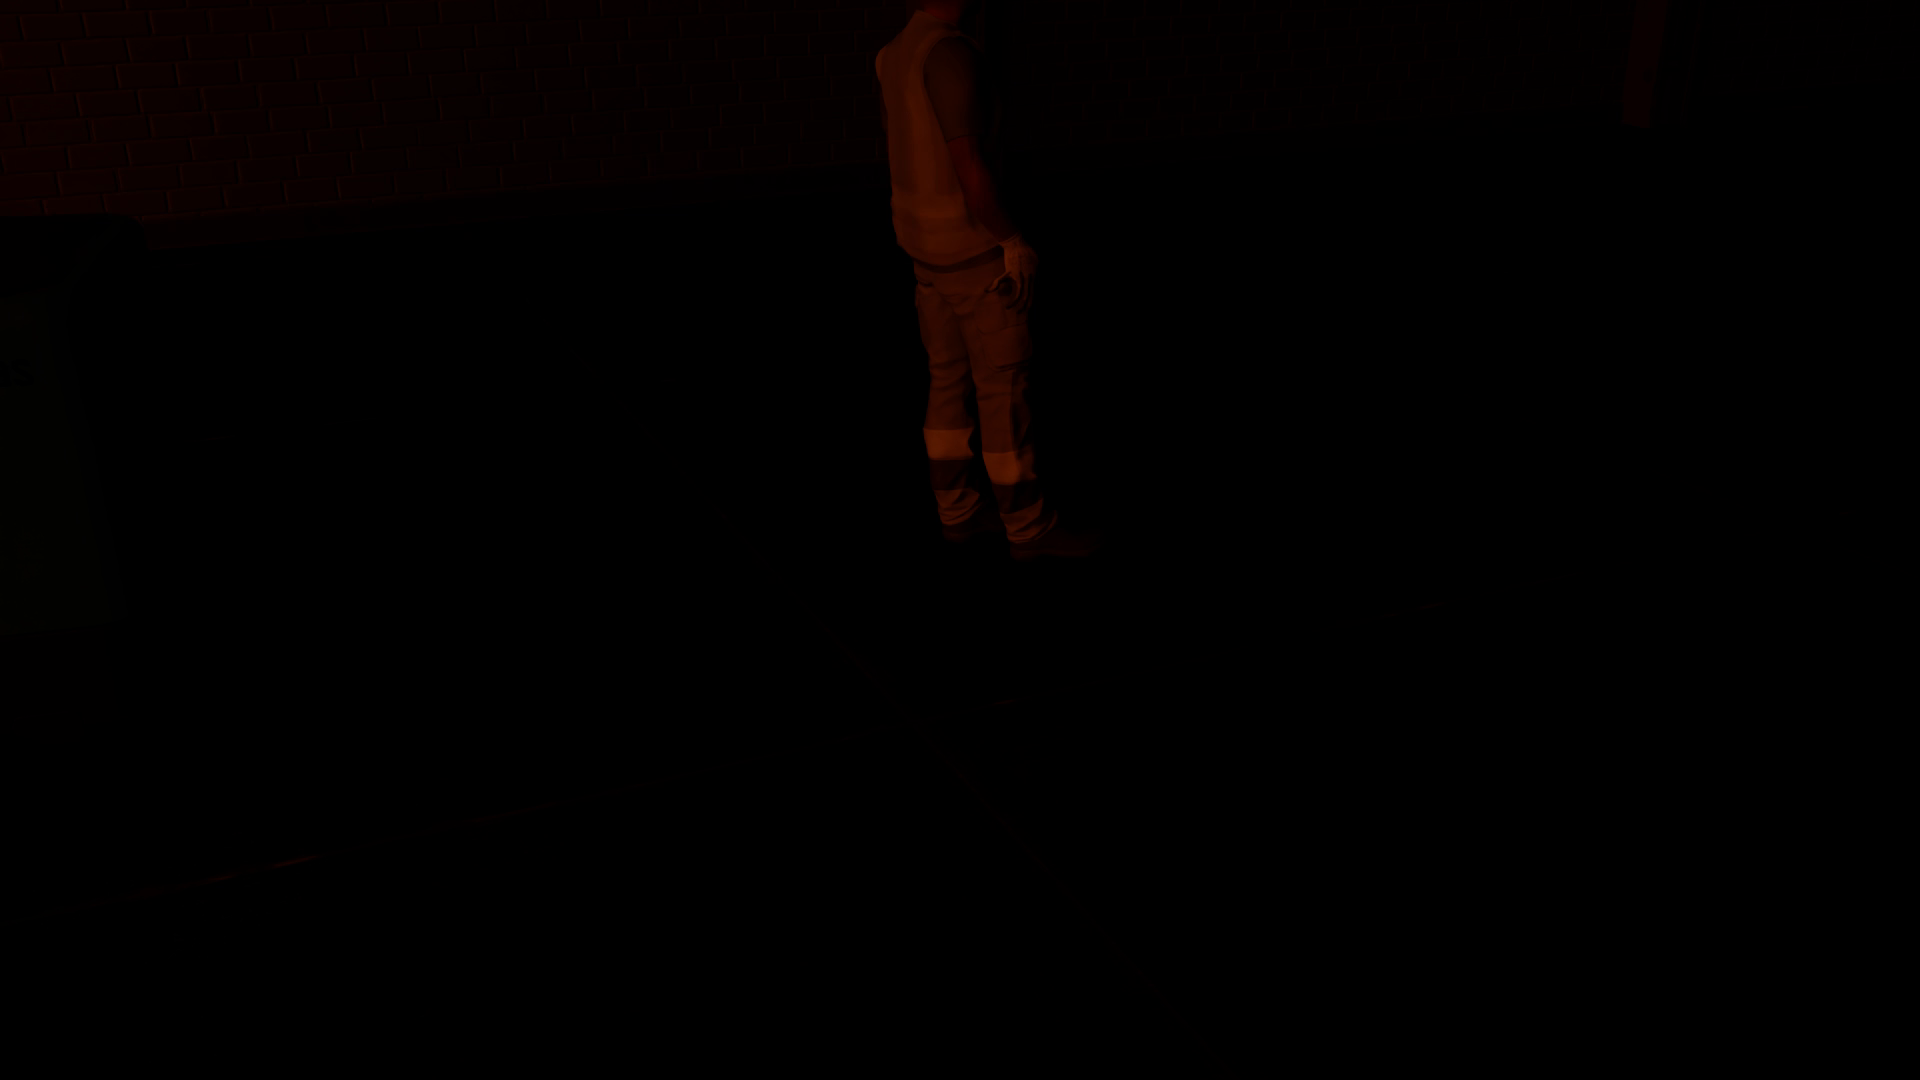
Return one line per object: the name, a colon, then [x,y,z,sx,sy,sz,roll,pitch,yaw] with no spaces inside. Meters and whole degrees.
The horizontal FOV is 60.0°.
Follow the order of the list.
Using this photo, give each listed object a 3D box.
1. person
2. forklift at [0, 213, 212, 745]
person: [0.078,-0.842,4.781,0.564,1.787,0.637,-10,25,-23]
forklift: [-3.474,-0.901,3.455,3.031,2.935,1.130,-7,23,-15]
